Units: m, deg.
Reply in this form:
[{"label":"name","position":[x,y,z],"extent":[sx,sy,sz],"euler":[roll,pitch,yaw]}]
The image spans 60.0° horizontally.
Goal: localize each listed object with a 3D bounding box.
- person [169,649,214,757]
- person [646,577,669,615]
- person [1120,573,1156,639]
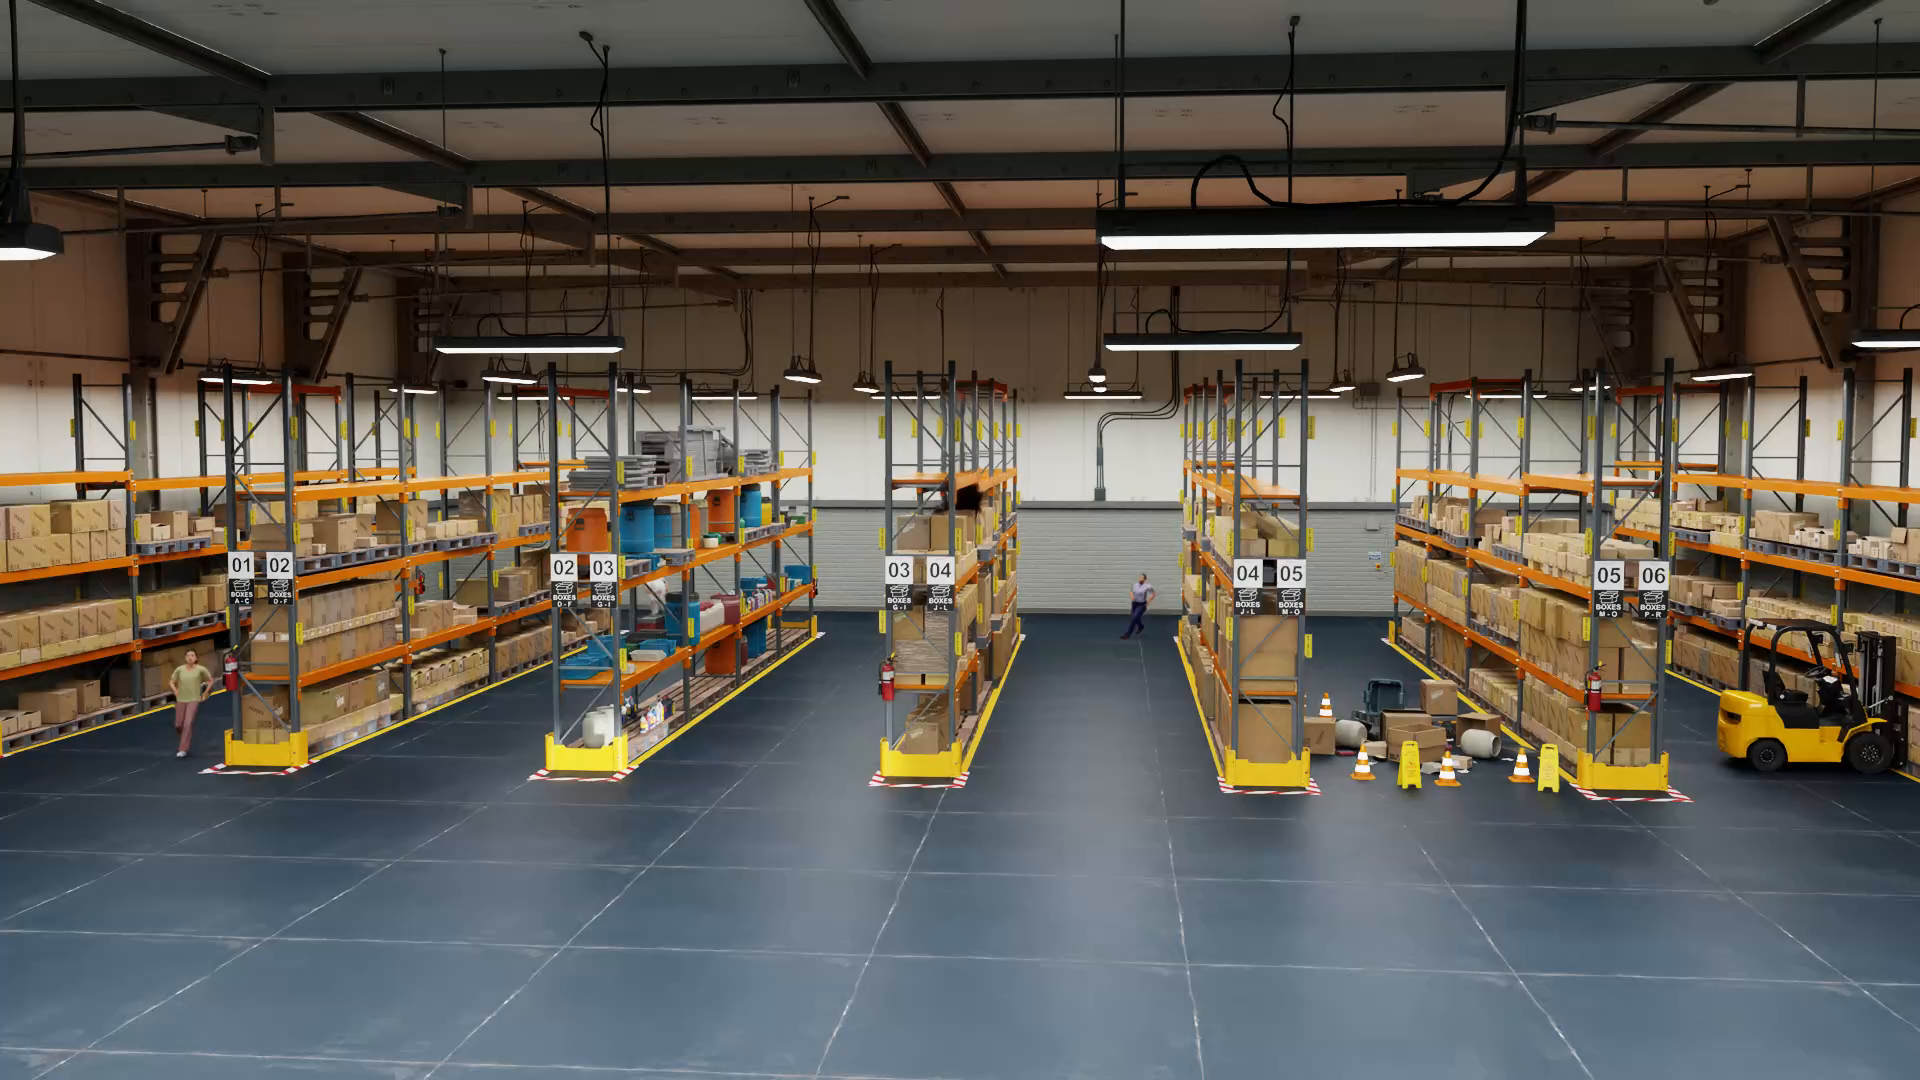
[{"label":"person","position":[-11.892,2.491,25.728],"extent":[0.620,1.640,0.801],"euler":[-1,4,-14]},{"label":"person","position":[-7.385,1.502,40.742],"extent":[0.631,1.666,0.942],"euler":[-2,4,-25]},{"label":"person","position":[4.341,1.584,40.031],"extent":[0.693,1.583,0.947],"euler":[3,5,41]}]
